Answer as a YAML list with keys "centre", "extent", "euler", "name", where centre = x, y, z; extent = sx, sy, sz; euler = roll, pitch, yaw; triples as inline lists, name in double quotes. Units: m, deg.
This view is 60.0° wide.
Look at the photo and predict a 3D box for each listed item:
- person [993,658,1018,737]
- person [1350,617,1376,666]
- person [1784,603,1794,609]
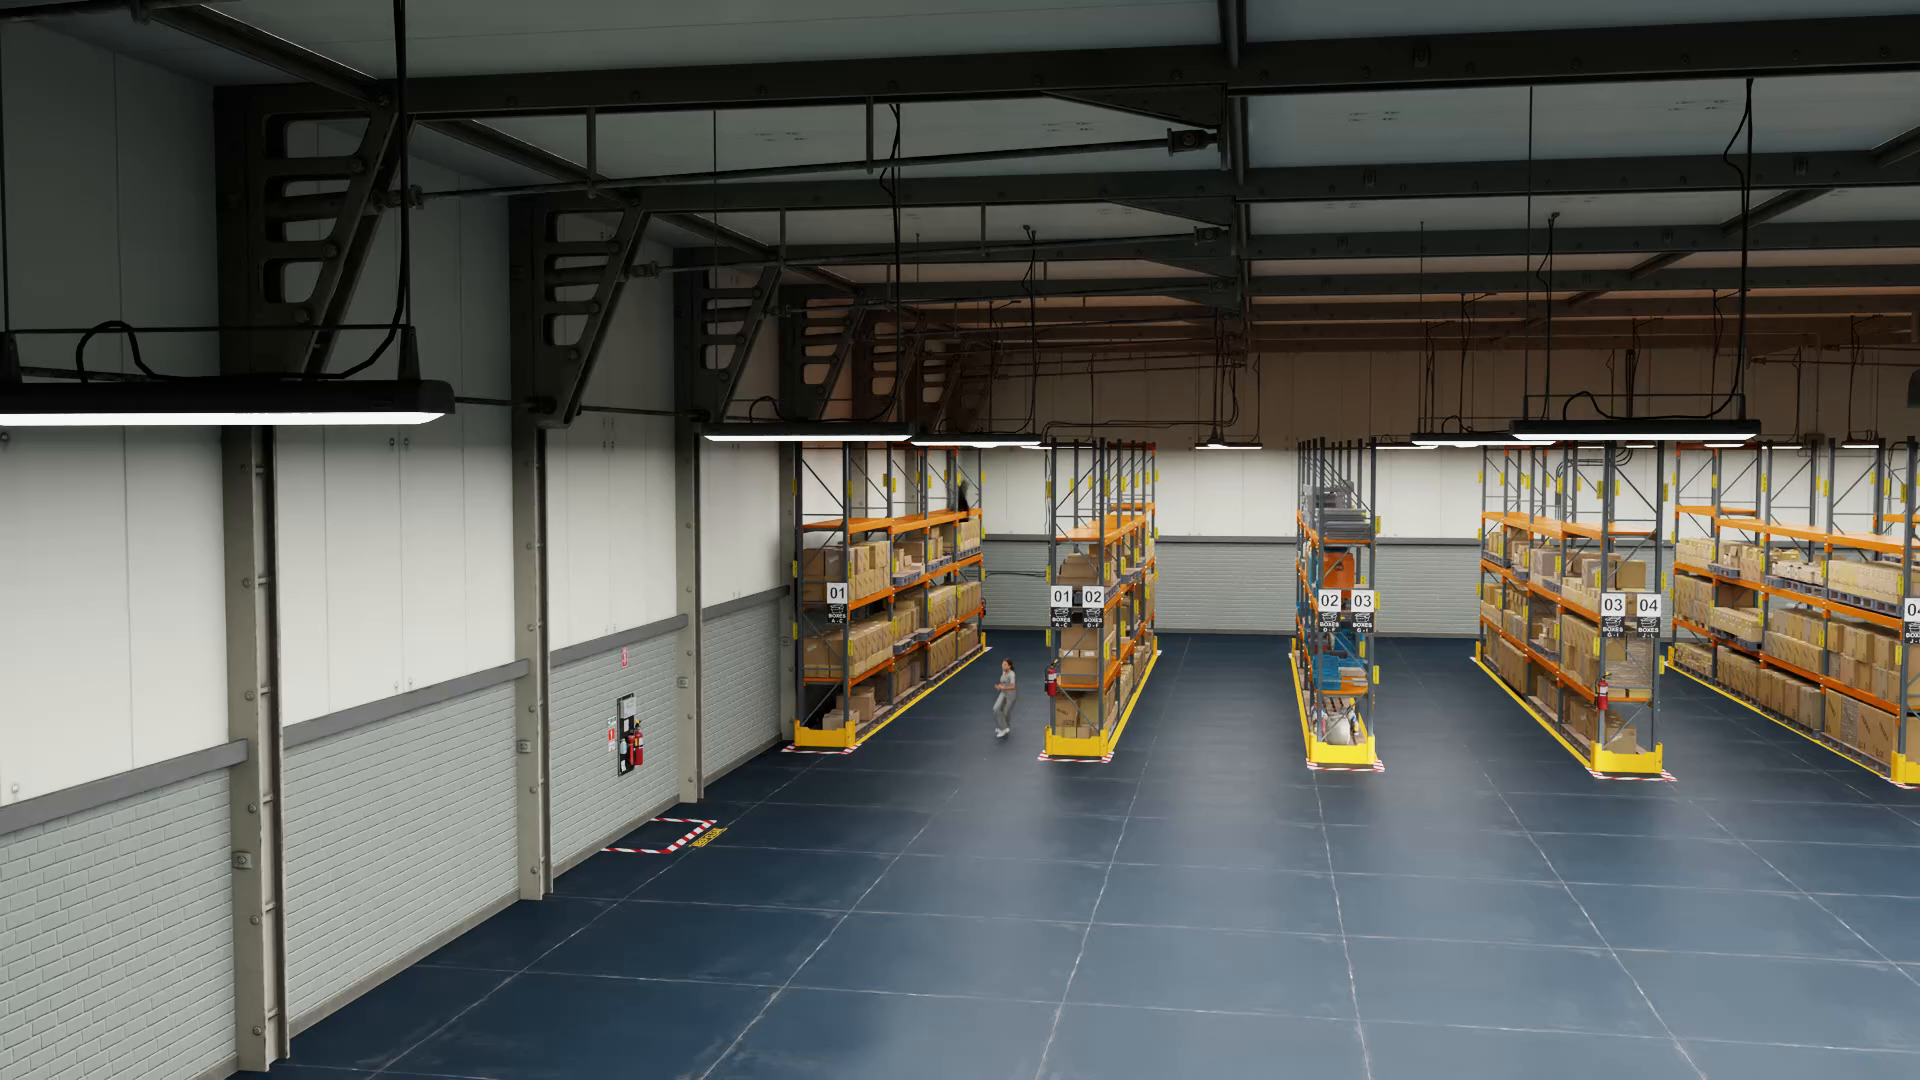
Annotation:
- centre: [0.920, 3.139, 33.403]
  extent: [0.728, 1.585, 0.683]
  euler: [3, 4, 41]
  name: "person"
- centre: [10.855, 2.533, 44.820]
  extent: [0.633, 1.678, 0.771]
  euler: [-3, 4, -41]
  name: "person"
- centre: [21.615, 2.533, 43.334]
  extent: [0.681, 1.784, 0.978]
  euler: [-1, 3, -19]
  name: "person"
